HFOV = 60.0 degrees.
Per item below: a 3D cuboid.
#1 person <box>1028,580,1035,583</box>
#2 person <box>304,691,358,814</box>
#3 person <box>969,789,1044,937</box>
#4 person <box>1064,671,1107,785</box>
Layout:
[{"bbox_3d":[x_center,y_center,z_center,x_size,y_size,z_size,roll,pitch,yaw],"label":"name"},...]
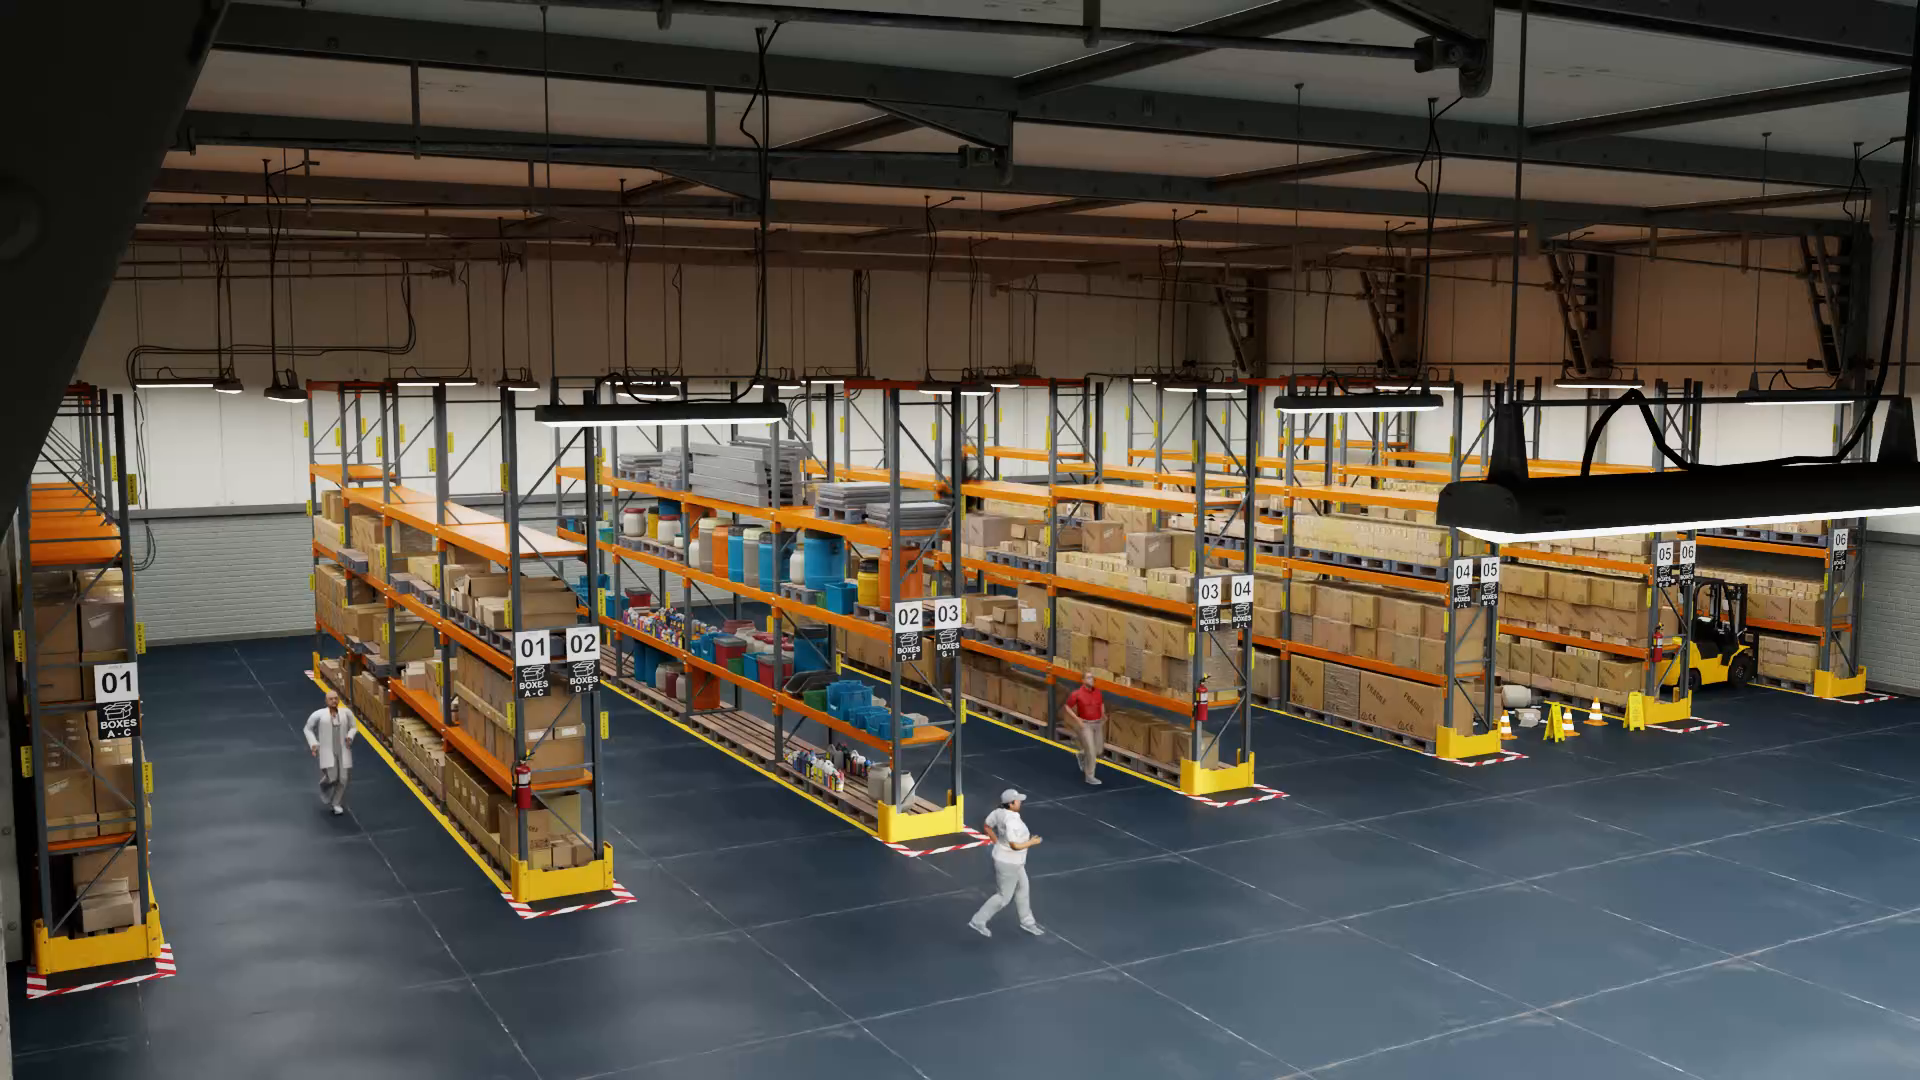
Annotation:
[{"bbox_3d":[1.625,1.637,35.598,0.666,1.726,1.066,-3,7,-28],"label":"person"},{"bbox_3d":[-8.801,2.987,23.390,0.707,1.733,0.633,-4,7,-36],"label":"person"},{"bbox_3d":[0.518,3.567,18.230,0.878,1.706,0.599,-1,6,-9],"label":"person"},{"bbox_3d":[1.918,2.818,25.176,0.669,1.679,0.752,-4,7,-32],"label":"person"}]
